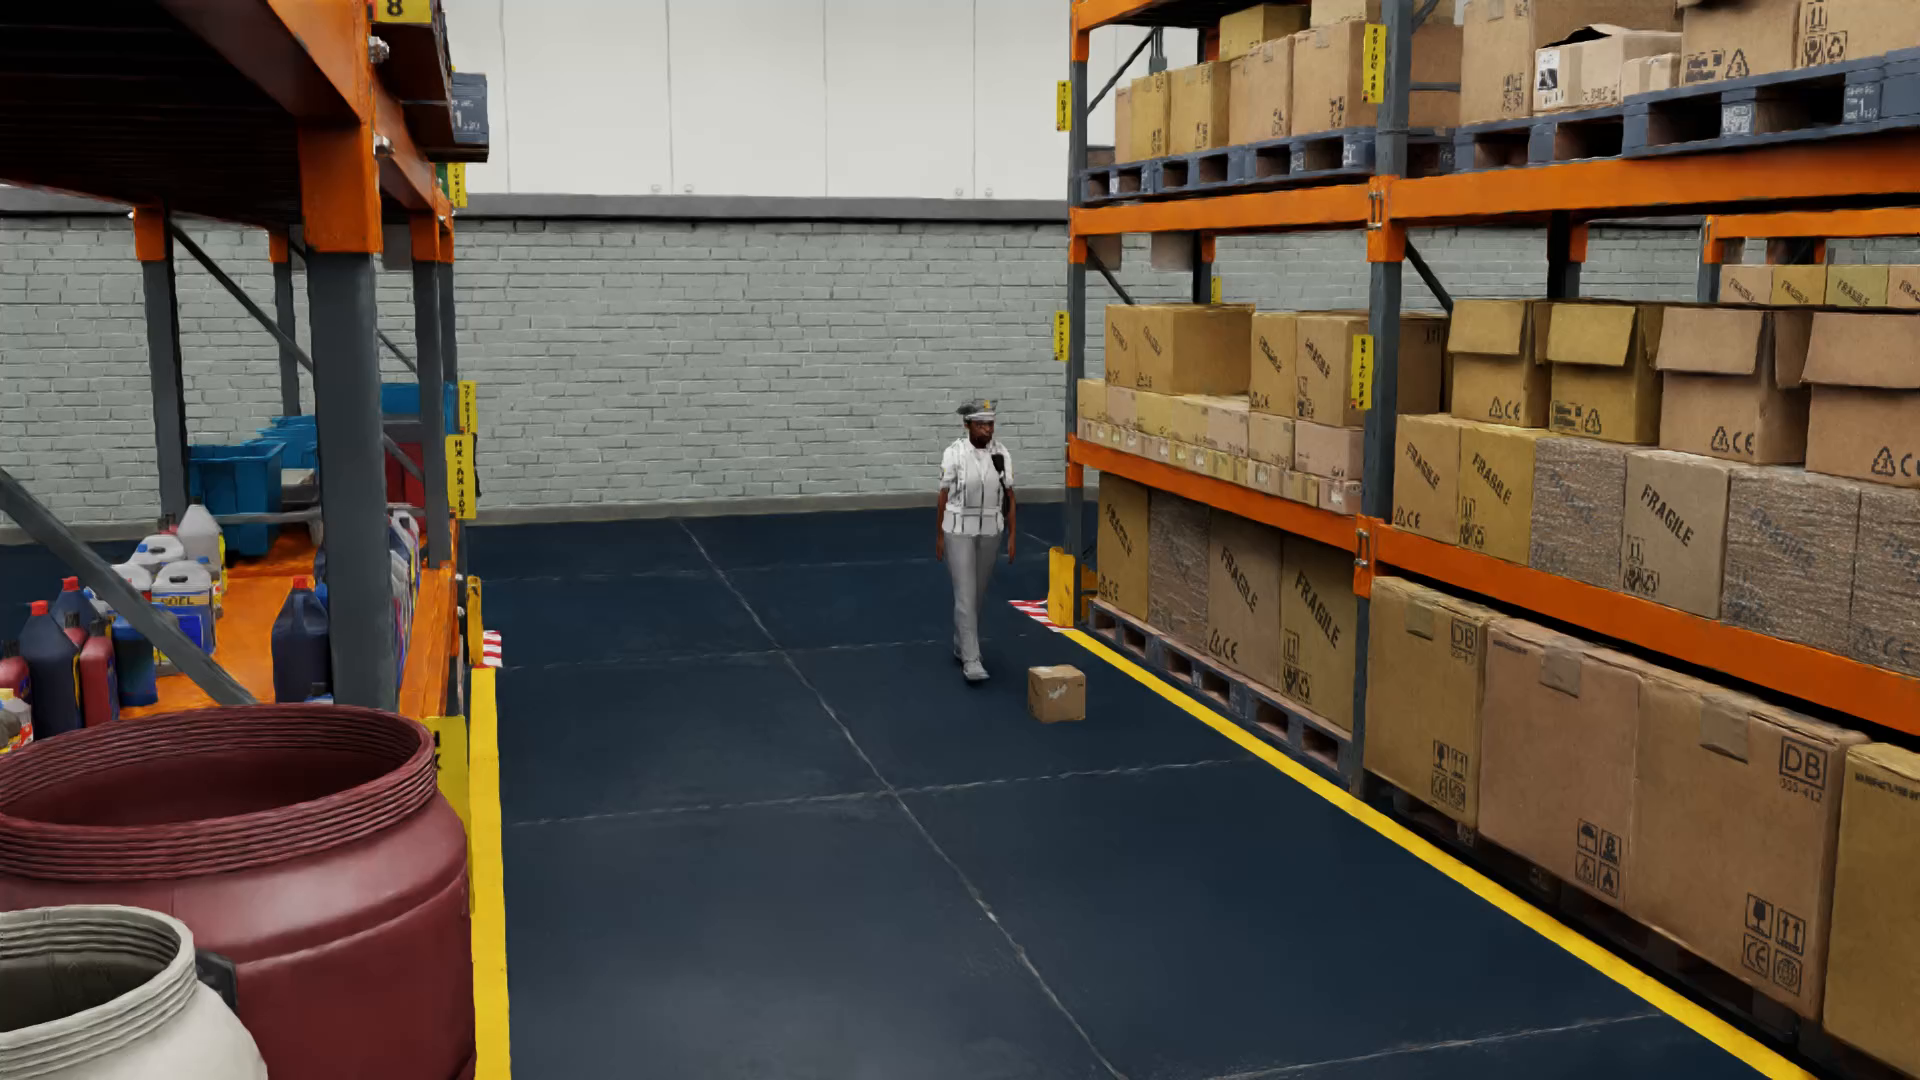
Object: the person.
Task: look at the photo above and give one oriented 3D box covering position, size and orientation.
[{"bbox_3d":[0.127,-0.032,9.957,0.467,1.642,0.792,-4,10,-22],"label":"person"}]
